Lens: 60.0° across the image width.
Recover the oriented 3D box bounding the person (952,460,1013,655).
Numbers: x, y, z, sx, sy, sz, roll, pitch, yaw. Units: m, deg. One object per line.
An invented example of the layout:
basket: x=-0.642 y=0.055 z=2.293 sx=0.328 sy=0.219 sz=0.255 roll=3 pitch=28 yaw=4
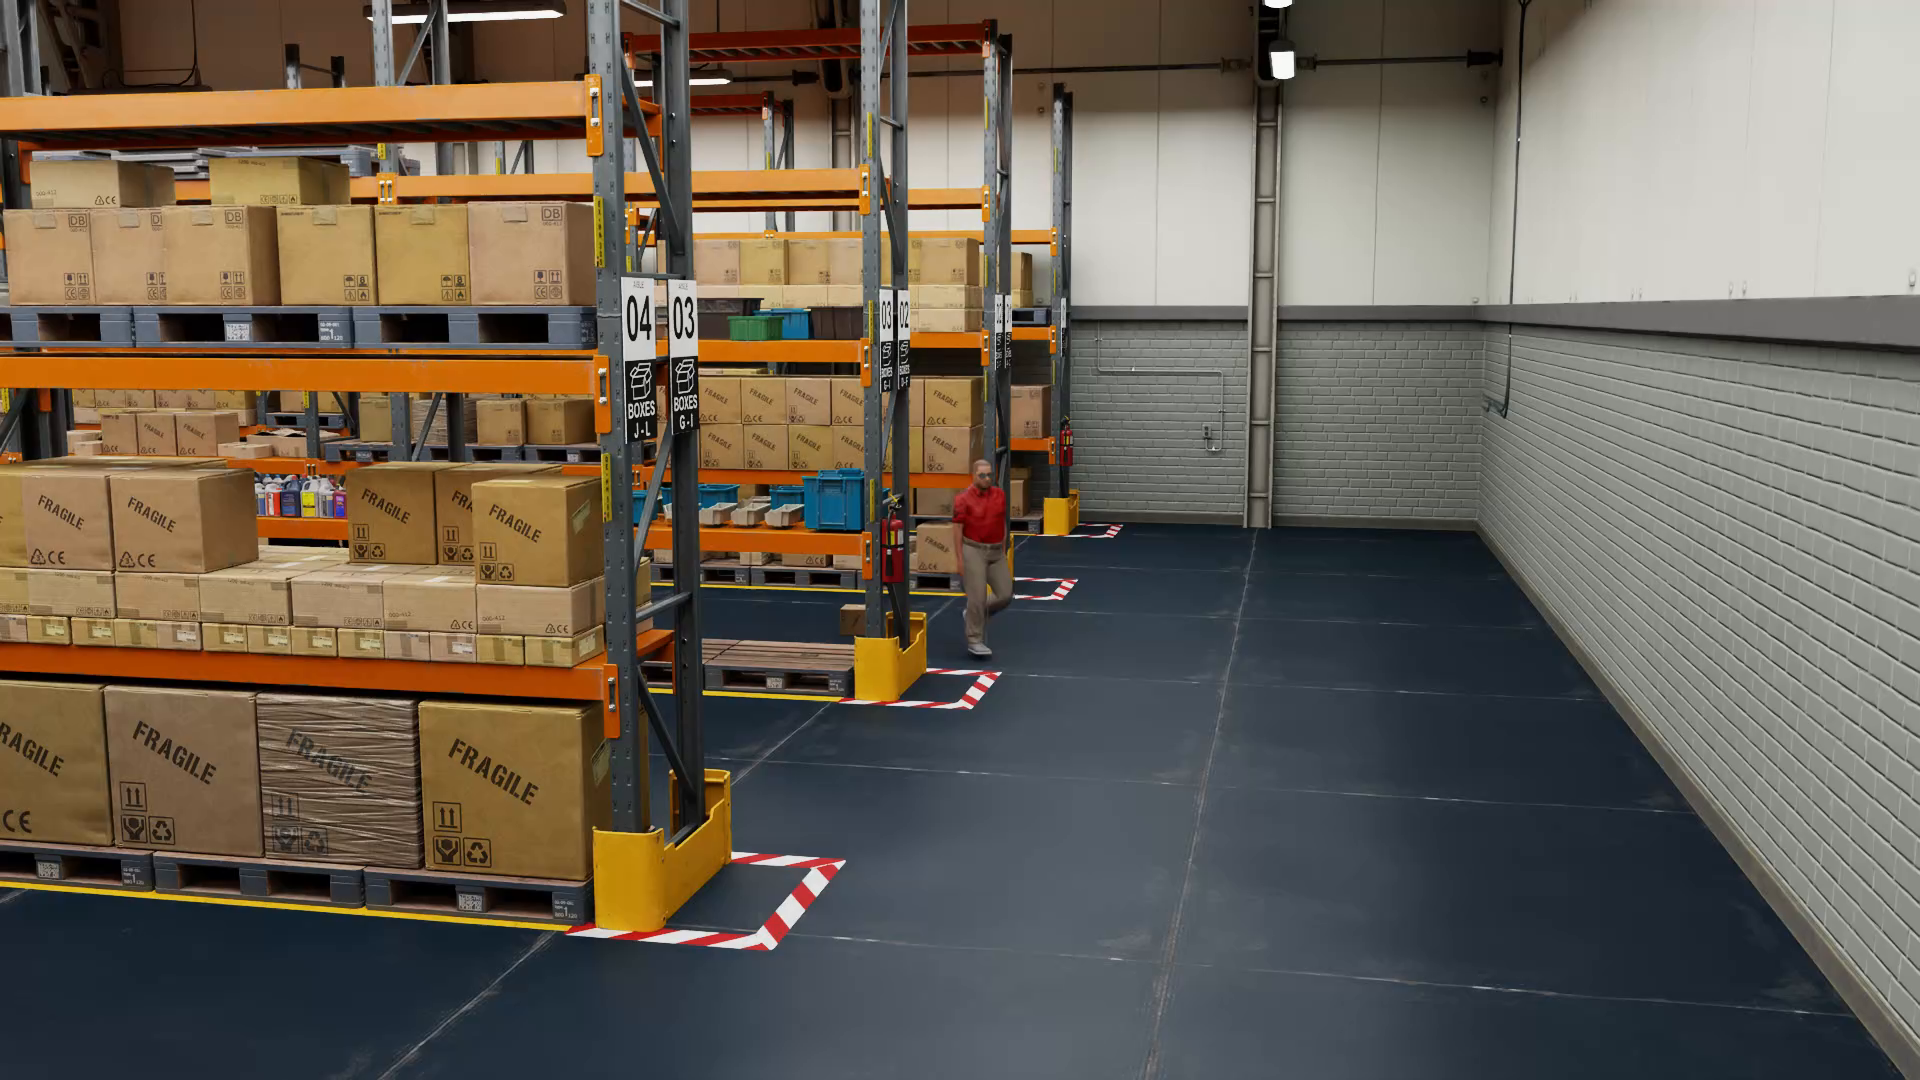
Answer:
person: x=0.182 y=0.137 z=14.685 sx=0.562 sy=1.713 sz=0.536 roll=-5 pitch=9 yaw=-33
